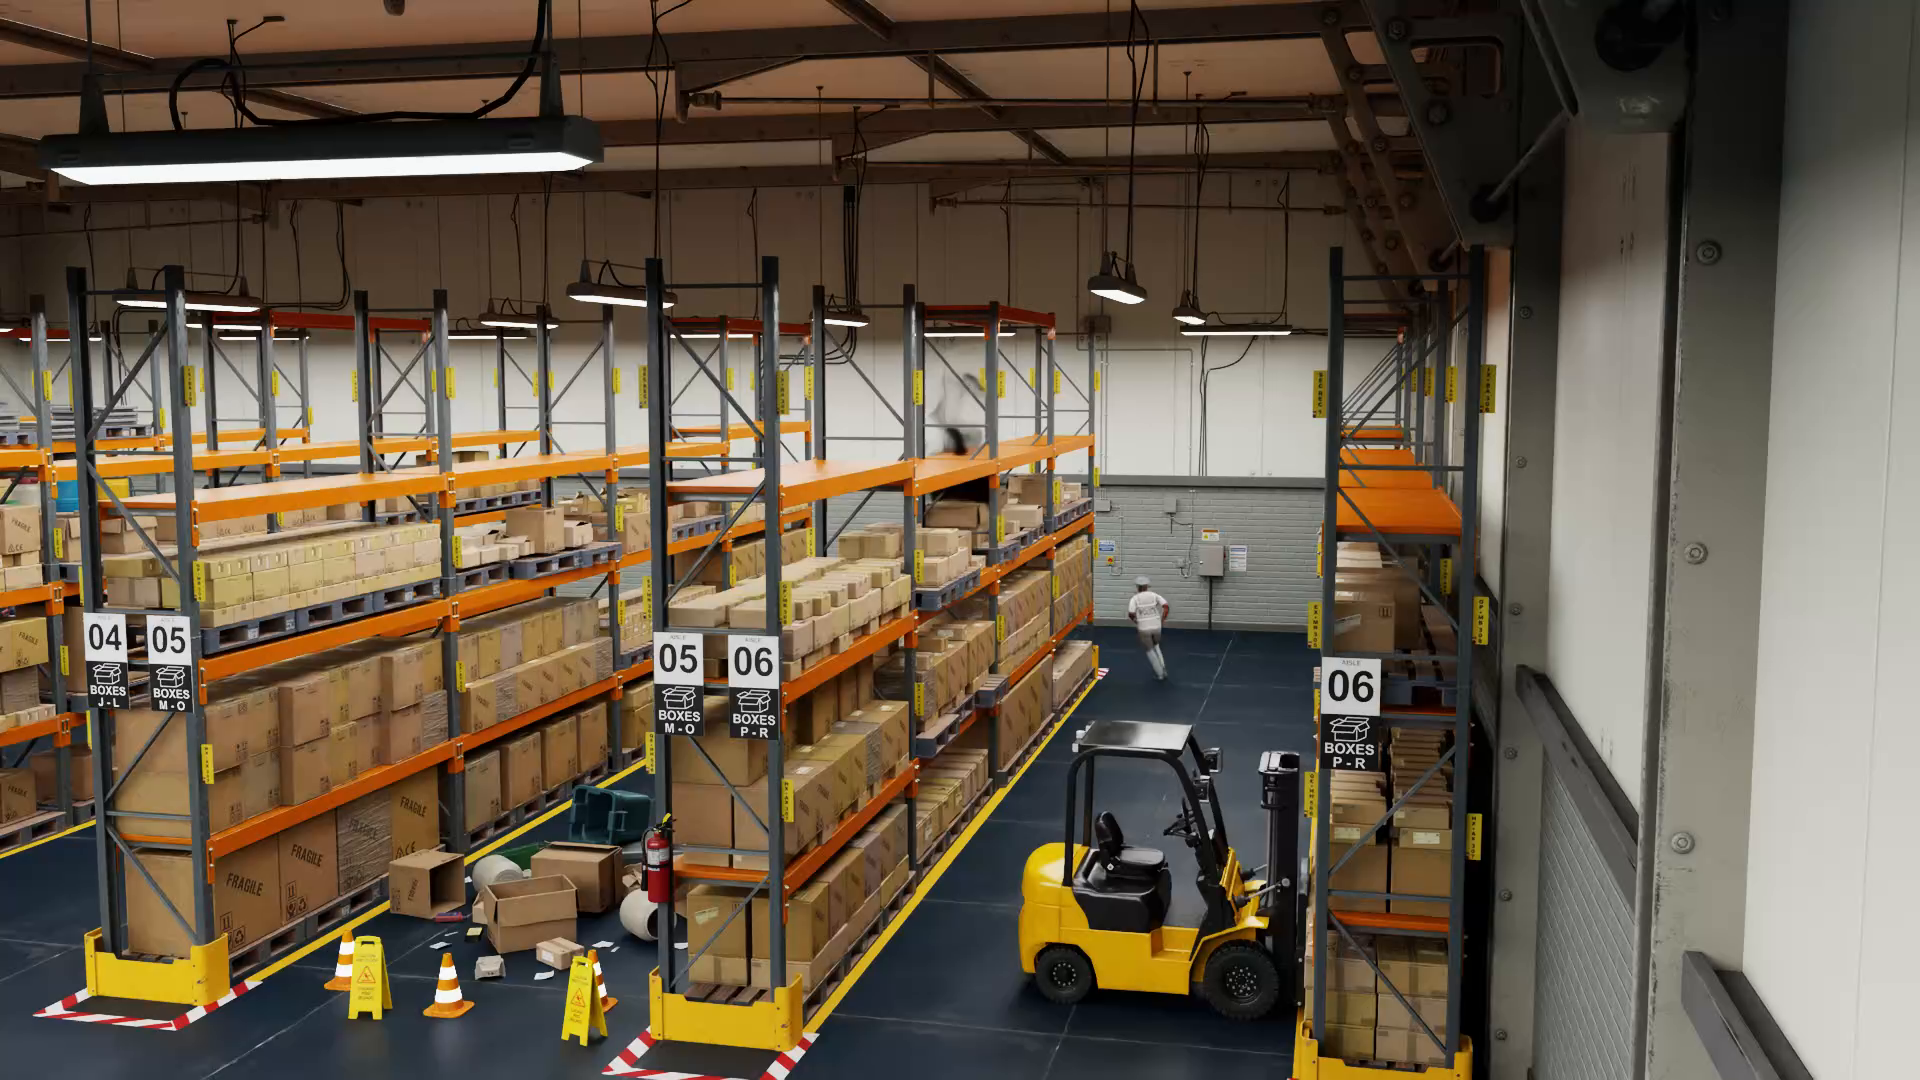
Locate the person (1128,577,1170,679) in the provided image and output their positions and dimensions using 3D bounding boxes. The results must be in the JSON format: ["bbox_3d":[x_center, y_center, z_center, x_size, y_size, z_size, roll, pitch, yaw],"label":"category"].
[{"bbox_3d":[3.175,1.498,27.948,0.729,1.756,0.701,-2,6,-15],"label":"person"}]
